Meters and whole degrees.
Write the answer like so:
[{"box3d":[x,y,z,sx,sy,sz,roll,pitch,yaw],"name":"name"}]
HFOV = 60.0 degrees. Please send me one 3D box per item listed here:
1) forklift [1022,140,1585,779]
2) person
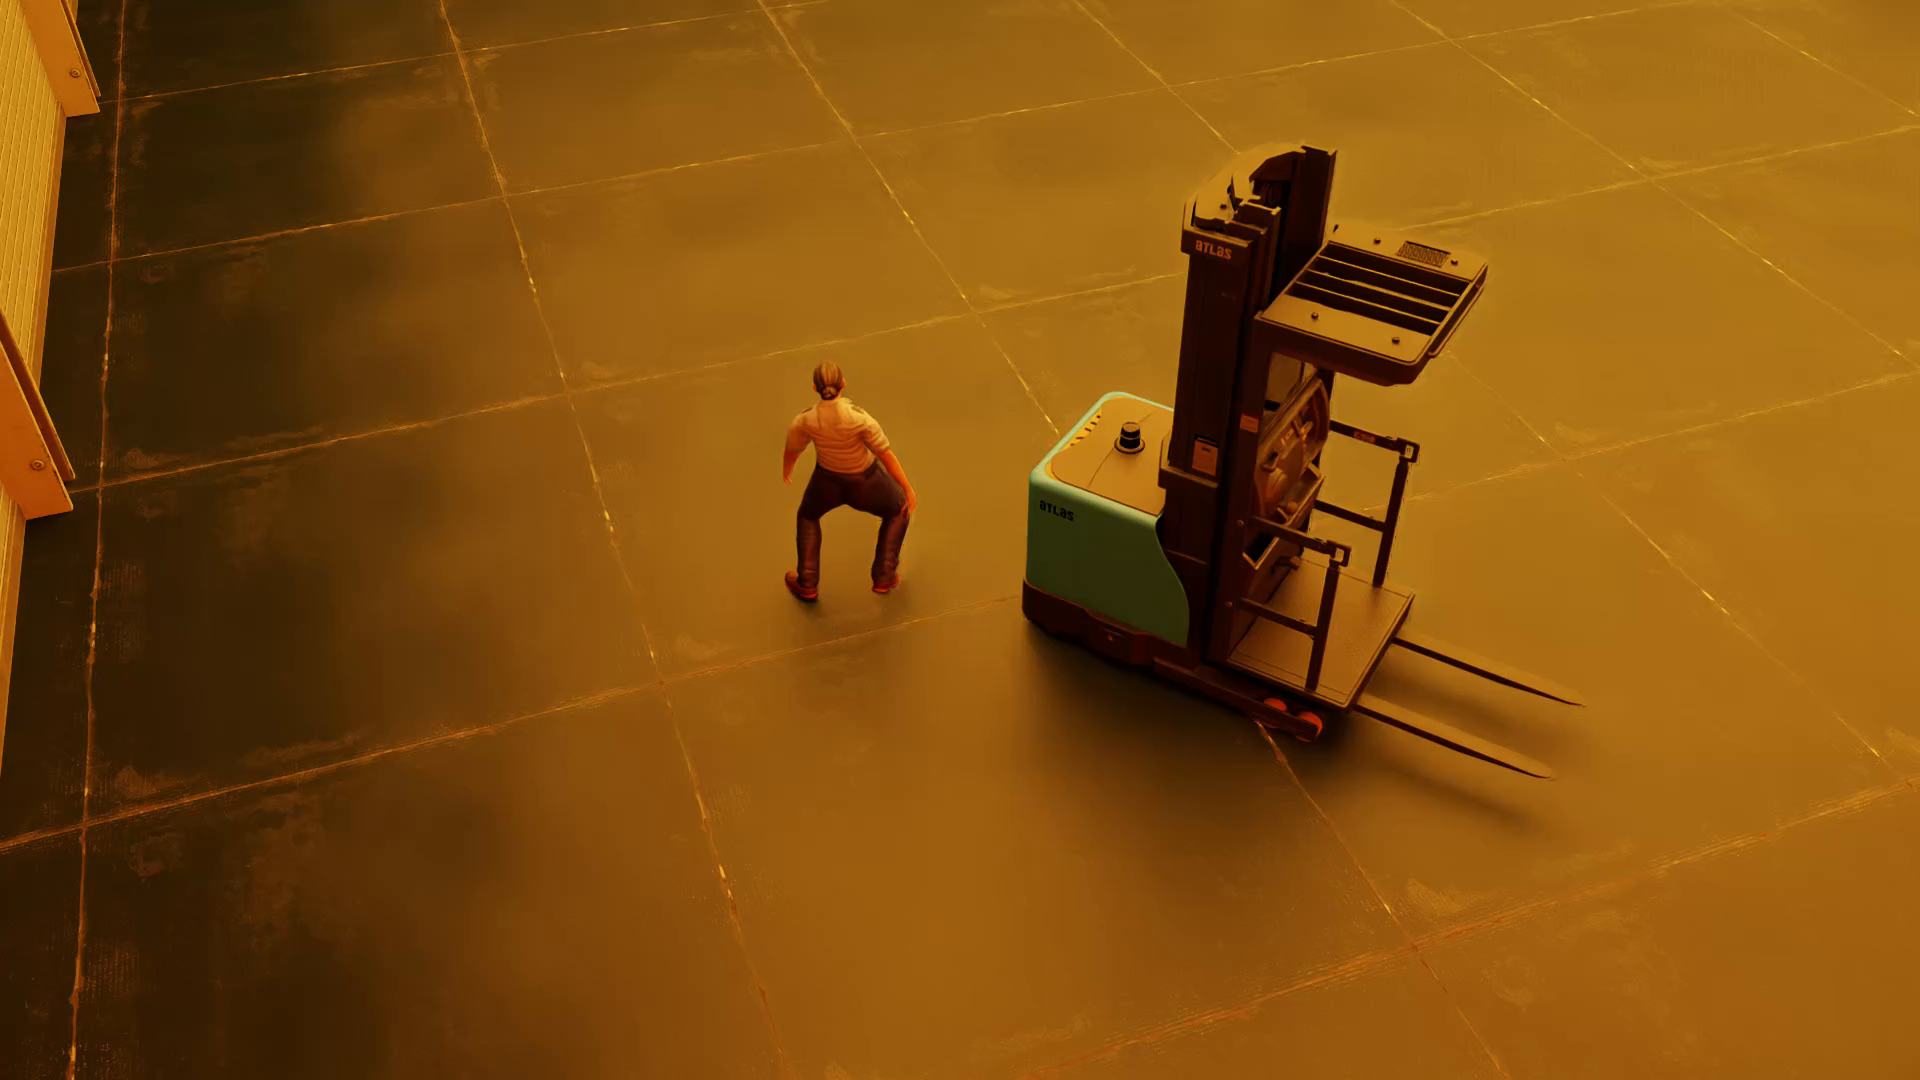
[{"box3d":[1.888,-0.427,8.505,3.031,2.935,1.130,21,45,24],"name":"forklift"},{"box3d":[-0.636,-0.345,9.488,0.838,1.569,0.496,10,41,11],"name":"person"}]
